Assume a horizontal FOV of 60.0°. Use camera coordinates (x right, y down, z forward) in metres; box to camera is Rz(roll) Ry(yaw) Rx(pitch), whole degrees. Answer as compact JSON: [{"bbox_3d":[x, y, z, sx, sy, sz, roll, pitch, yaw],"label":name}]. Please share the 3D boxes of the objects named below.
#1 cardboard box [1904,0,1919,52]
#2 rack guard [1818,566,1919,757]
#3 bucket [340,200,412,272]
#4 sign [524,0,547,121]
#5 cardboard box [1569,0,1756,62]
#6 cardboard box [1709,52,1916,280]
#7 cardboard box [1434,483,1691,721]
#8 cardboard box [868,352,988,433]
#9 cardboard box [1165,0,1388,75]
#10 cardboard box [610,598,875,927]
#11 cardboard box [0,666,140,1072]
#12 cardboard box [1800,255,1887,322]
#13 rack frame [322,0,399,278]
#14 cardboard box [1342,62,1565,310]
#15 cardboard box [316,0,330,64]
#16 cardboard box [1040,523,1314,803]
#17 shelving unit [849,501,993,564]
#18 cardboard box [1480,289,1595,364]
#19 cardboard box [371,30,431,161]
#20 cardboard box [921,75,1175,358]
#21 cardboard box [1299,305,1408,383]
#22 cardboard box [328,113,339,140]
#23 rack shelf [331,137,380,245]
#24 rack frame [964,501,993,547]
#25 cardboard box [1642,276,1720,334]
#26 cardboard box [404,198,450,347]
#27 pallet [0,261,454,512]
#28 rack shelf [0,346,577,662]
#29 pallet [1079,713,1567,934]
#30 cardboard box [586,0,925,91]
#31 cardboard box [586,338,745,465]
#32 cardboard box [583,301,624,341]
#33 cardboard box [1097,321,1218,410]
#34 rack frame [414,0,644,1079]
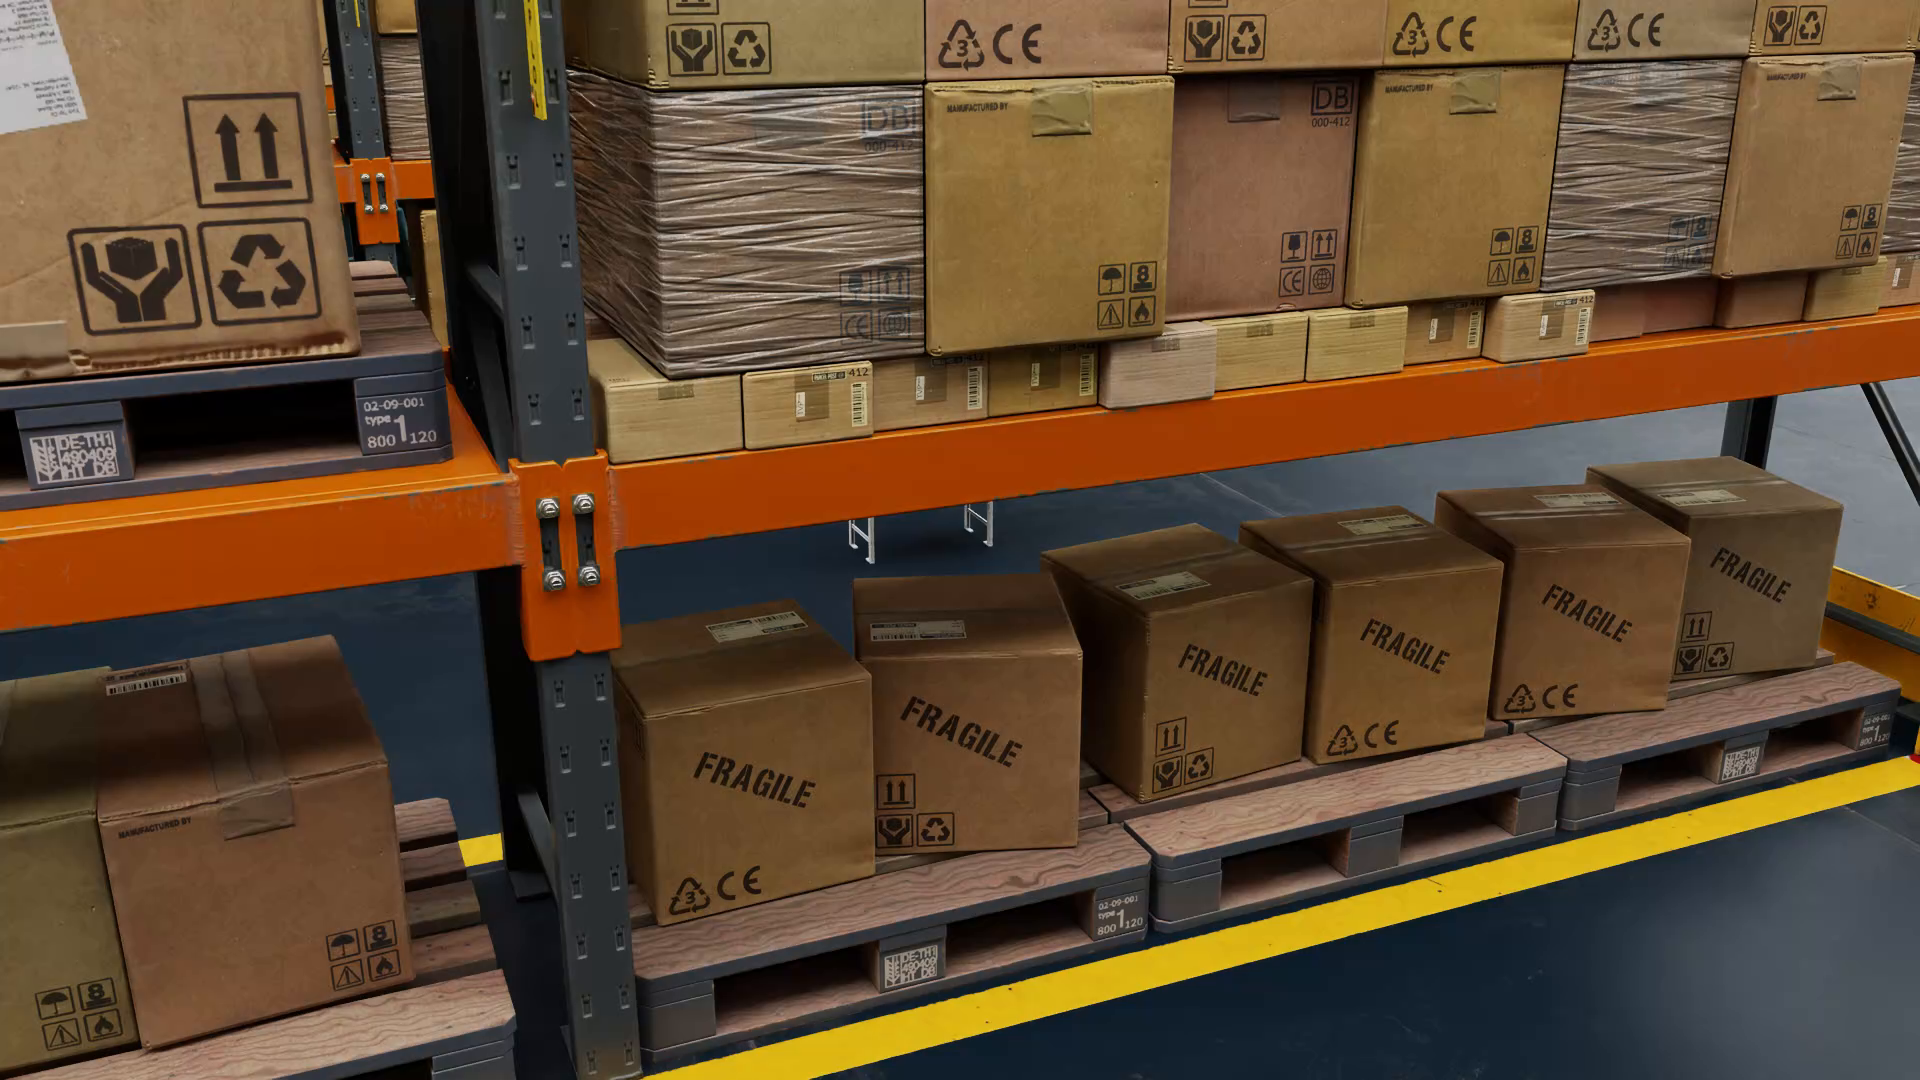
[{"bbox_3d":[2.363,-1.496,4.151,0.500,0.500,0.500,-8,21,-22],"label":"cardboard box"},{"bbox_3d":[2.700,0.204,5.189,0.348,0.500,1.175,-8,21,-22],"label":"rack guard"},{"bbox_3d":[-3.563,-1.878,9.981,0.620,0.611,0.726,-11,20,0],"label":"bucket"},{"bbox_3d":[-0.680,-0.836,2.637,0.005,0.325,0.100,-8,21,-22],"label":"sign"},{"bbox_3d":[1.446,-1.364,3.775,0.500,0.500,0.500,-8,21,-22],"label":"cardboard box"},{"bbox_3d":[1.842,-1.006,4.264,0.500,0.500,0.875,-8,21,-22],"label":"cardboard box"},{"bbox_3d":[1.655,0.162,4.676,0.500,0.500,0.500,-3,20,-8],"label":"cardboard box"},{"bbox_3d":[-0.133,-0.347,3.369,0.250,0.149,0.380,-8,21,-22],"label":"cardboard box"},{"bbox_3d":[0.529,-1.231,3.399,0.500,0.500,0.500,-8,21,-22],"label":"cardboard box"},{"bbox_3d":[-0.520,0.482,3.768,0.500,0.500,0.500,-9,21,-24],"label":"cardboard box"},{"bbox_3d":[-1.921,0.644,3.278,0.500,0.500,0.700,-8,21,-22],"label":"cardboard box"},{"bbox_3d":[2.151,-0.685,4.328,0.250,0.149,0.380,-8,21,-22],"label":"cardboard box"},{"bbox_3d":[-2.775,-1.985,7.642,0.127,3.000,1.000,-8,21,-22],"label":"rack frame"},{"bbox_3d":[0.903,-0.891,3.938,0.500,0.500,0.875,-8,21,-22],"label":"cardboard box"},{"bbox_3d":[-4.314,-3.641,11.748,0.500,0.500,0.500,-8,21,-22],"label":"cardboard box"},{"bbox_3d":[0.542,0.299,4.289,0.500,0.500,0.500,-10,22,-27],"label":"cardboard box"},{"bbox_3d":[-0.152,-0.544,6.261,0.503,1.200,0.258,-8,21,-22],"label":"shelving unit"},{"bbox_3d":[1.254,-0.537,3.908,0.250,0.149,0.380,-8,21,-22],"label":"cardboard box"},{"bbox_3d":[-2.441,-2.107,7.765,0.550,0.550,0.875,-8,21,-22],"label":"cardboard box"},{"bbox_3d":[0.008,-0.742,3.513,0.500,0.500,0.875,-8,21,-22],"label":"cardboard box"},{"bbox_3d":[0.786,-0.478,3.742,0.250,0.149,0.380,-8,21,-22],"label":"cardboard box"},{"bbox_3d":[-6.231,-4.100,16.406,0.500,0.250,0.500,-8,21,-22],"label":"cardboard box"},{"bbox_3d":[-4.611,-1.382,7.014,4.000,0.370,1.077,-8,21,-22],"label":"rack shelf"},{"bbox_3d":[0.072,-0.576,6.352,0.015,1.200,0.240,-8,21,-22],"label":"rack frame"},{"bbox_3d":[1.669,-0.636,4.191,0.250,0.149,0.380,-8,21,-22],"label":"cardboard box"},{"bbox_3d":[-2.170,-1.242,8.099,0.875,0.875,0.875,-8,21,-21],"label":"cardboard box"},{"bbox_3d":[-1.662,-0.312,3.180,1.213,0.211,1.003,-8,21,-22],"label":"pallet"},{"bbox_3d":[-2.739,0.144,2.680,4.000,0.370,1.077,-8,21,-22],"label":"rack shelf"},{"bbox_3d":[0.822,0.596,4.512,1.213,0.211,1.003,-8,21,-22],"label":"pallet"},{"bbox_3d":[-0.389,-1.099,3.024,0.500,0.500,0.500,-8,21,-22],"label":"cardboard box"},{"bbox_3d":[-0.586,-0.277,3.170,0.250,0.149,0.380,-8,21,-22],"label":"cardboard box"},{"bbox_3d":[-0.822,-0.458,3.685,0.250,0.149,0.380,-8,21,-22],"label":"cardboard box"},{"bbox_3d":[0.339,-0.403,3.529,0.250,0.149,0.380,-8,21,-22],"label":"cardboard box"},{"bbox_3d":[-0.903,-0.459,3.308,0.127,3.000,1.000,-8,21,-22],"label":"rack frame"}]
